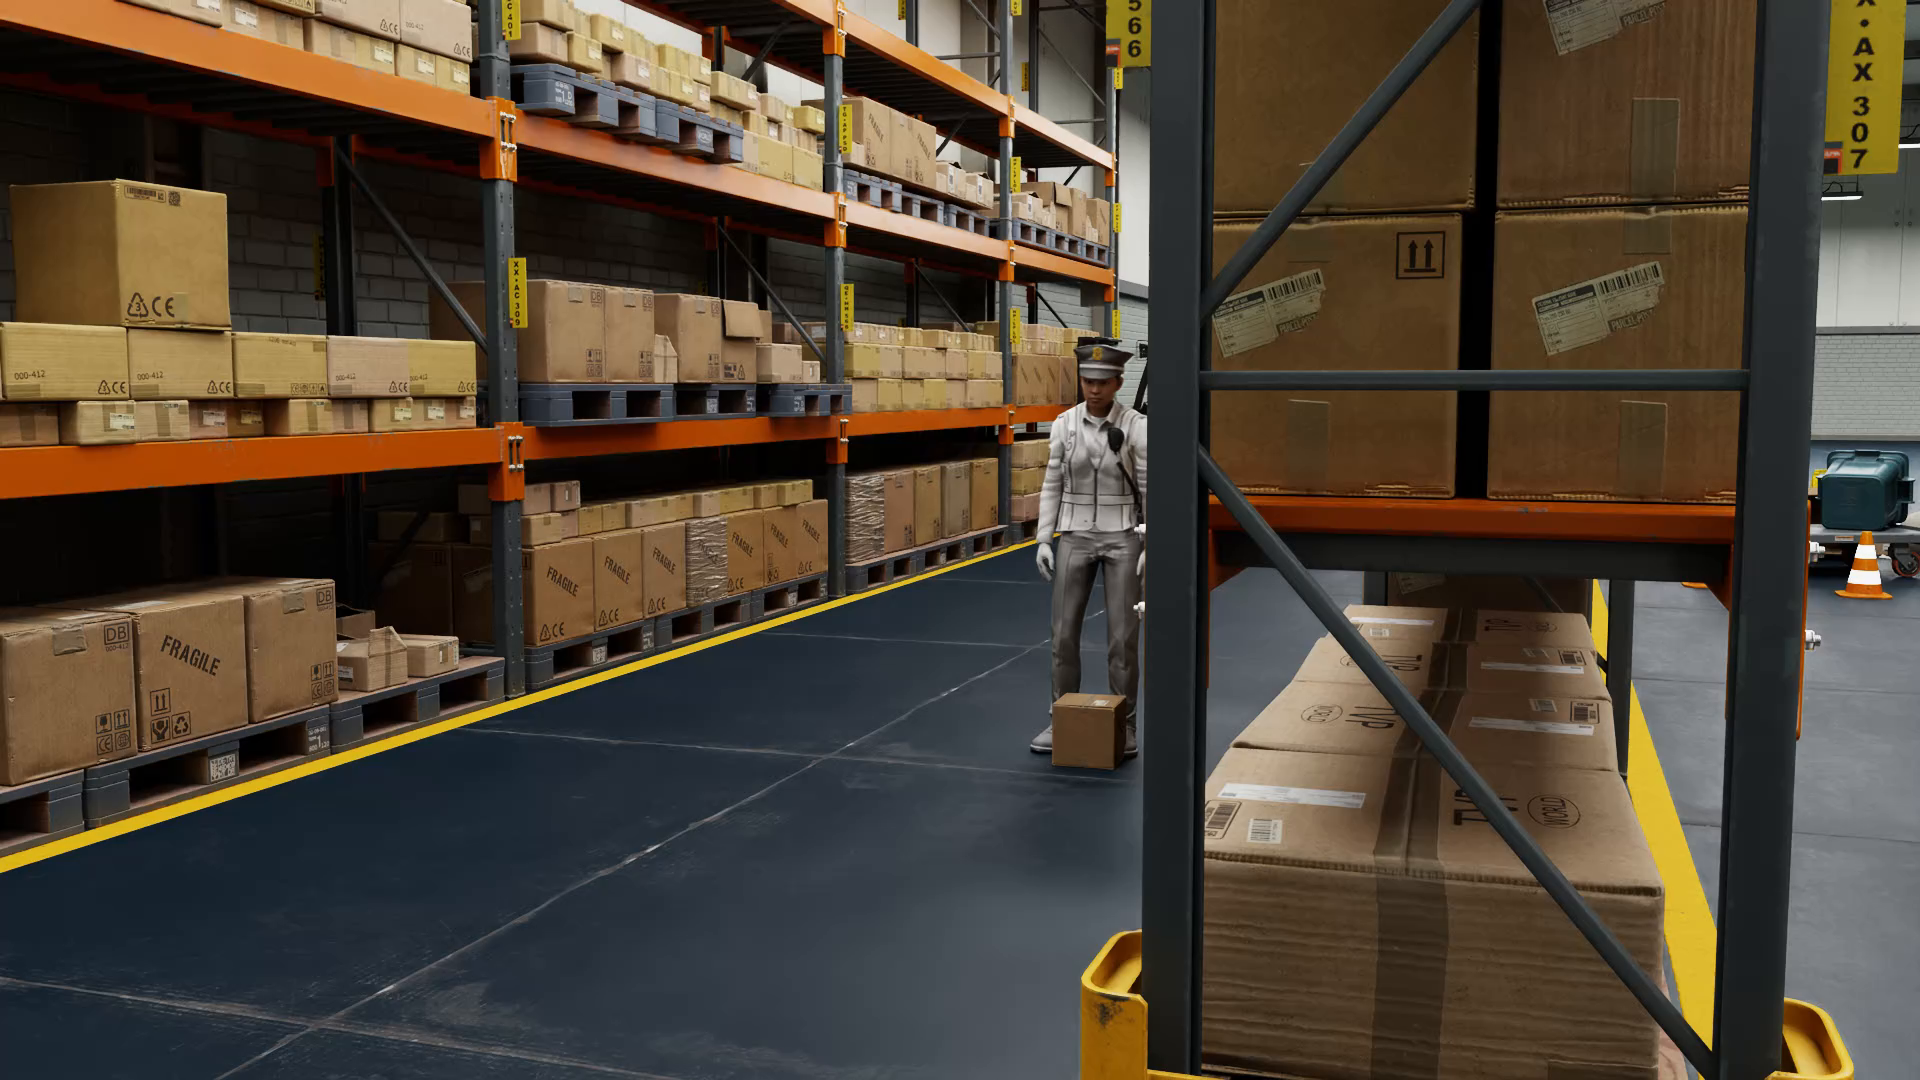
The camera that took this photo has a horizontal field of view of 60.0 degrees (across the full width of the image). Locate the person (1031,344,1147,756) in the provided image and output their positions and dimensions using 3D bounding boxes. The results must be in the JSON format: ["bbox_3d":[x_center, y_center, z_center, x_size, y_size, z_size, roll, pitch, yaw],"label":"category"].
[{"bbox_3d":[0.572,0.038,6.816,0.529,1.664,0.374,2,6,18],"label":"person"}]
